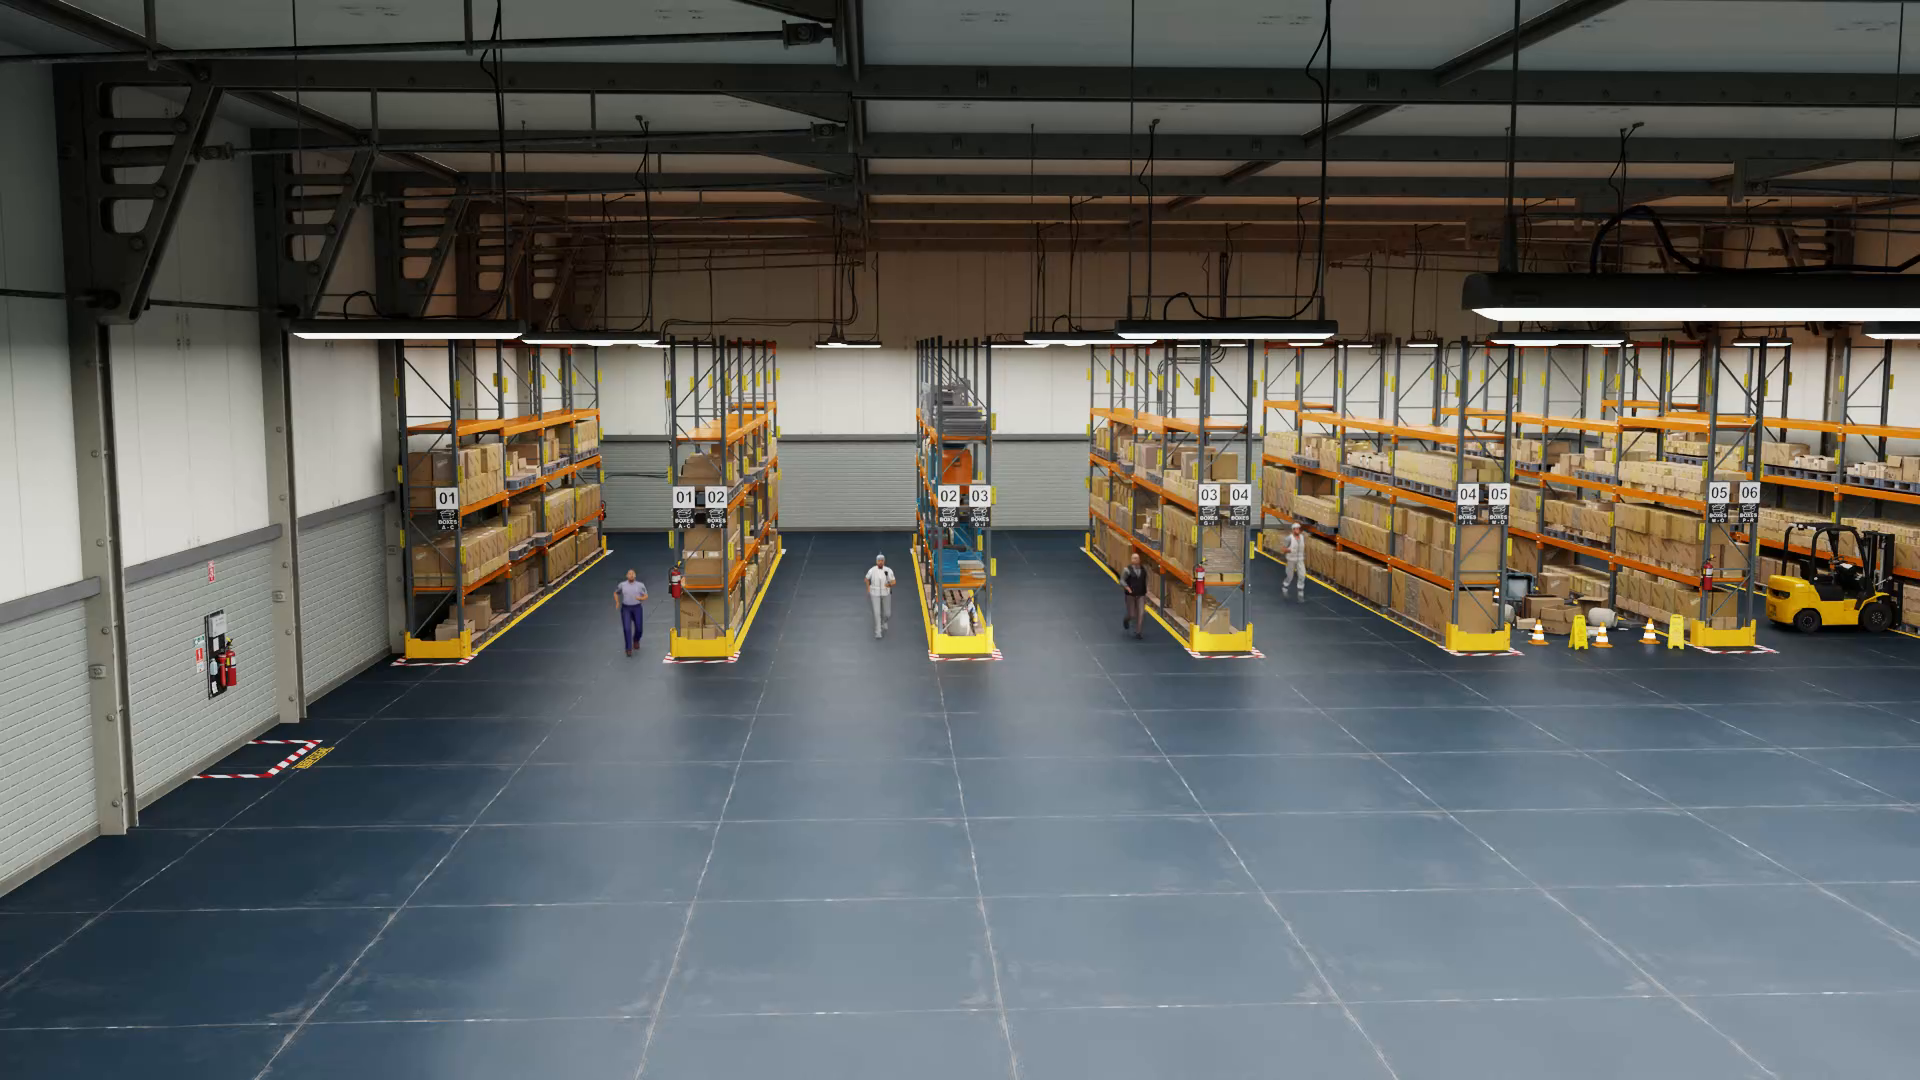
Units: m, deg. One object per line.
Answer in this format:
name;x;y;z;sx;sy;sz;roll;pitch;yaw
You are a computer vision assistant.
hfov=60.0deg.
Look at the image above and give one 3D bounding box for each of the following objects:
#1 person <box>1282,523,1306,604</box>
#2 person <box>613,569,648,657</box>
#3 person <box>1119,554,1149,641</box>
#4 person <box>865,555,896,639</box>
person;7.662;0.502;38.145;0.613;1.823;0.894;-1;7;-12
person;-6.197;1.356;31.328;0.638;1.610;0.833;-1;7;-12
person;3.499;1.119;33.253;0.664;1.704;0.845;-1;7;-12
person;-1.600;1.112;33.427;0.619;1.638;0.862;-1;7;-5
